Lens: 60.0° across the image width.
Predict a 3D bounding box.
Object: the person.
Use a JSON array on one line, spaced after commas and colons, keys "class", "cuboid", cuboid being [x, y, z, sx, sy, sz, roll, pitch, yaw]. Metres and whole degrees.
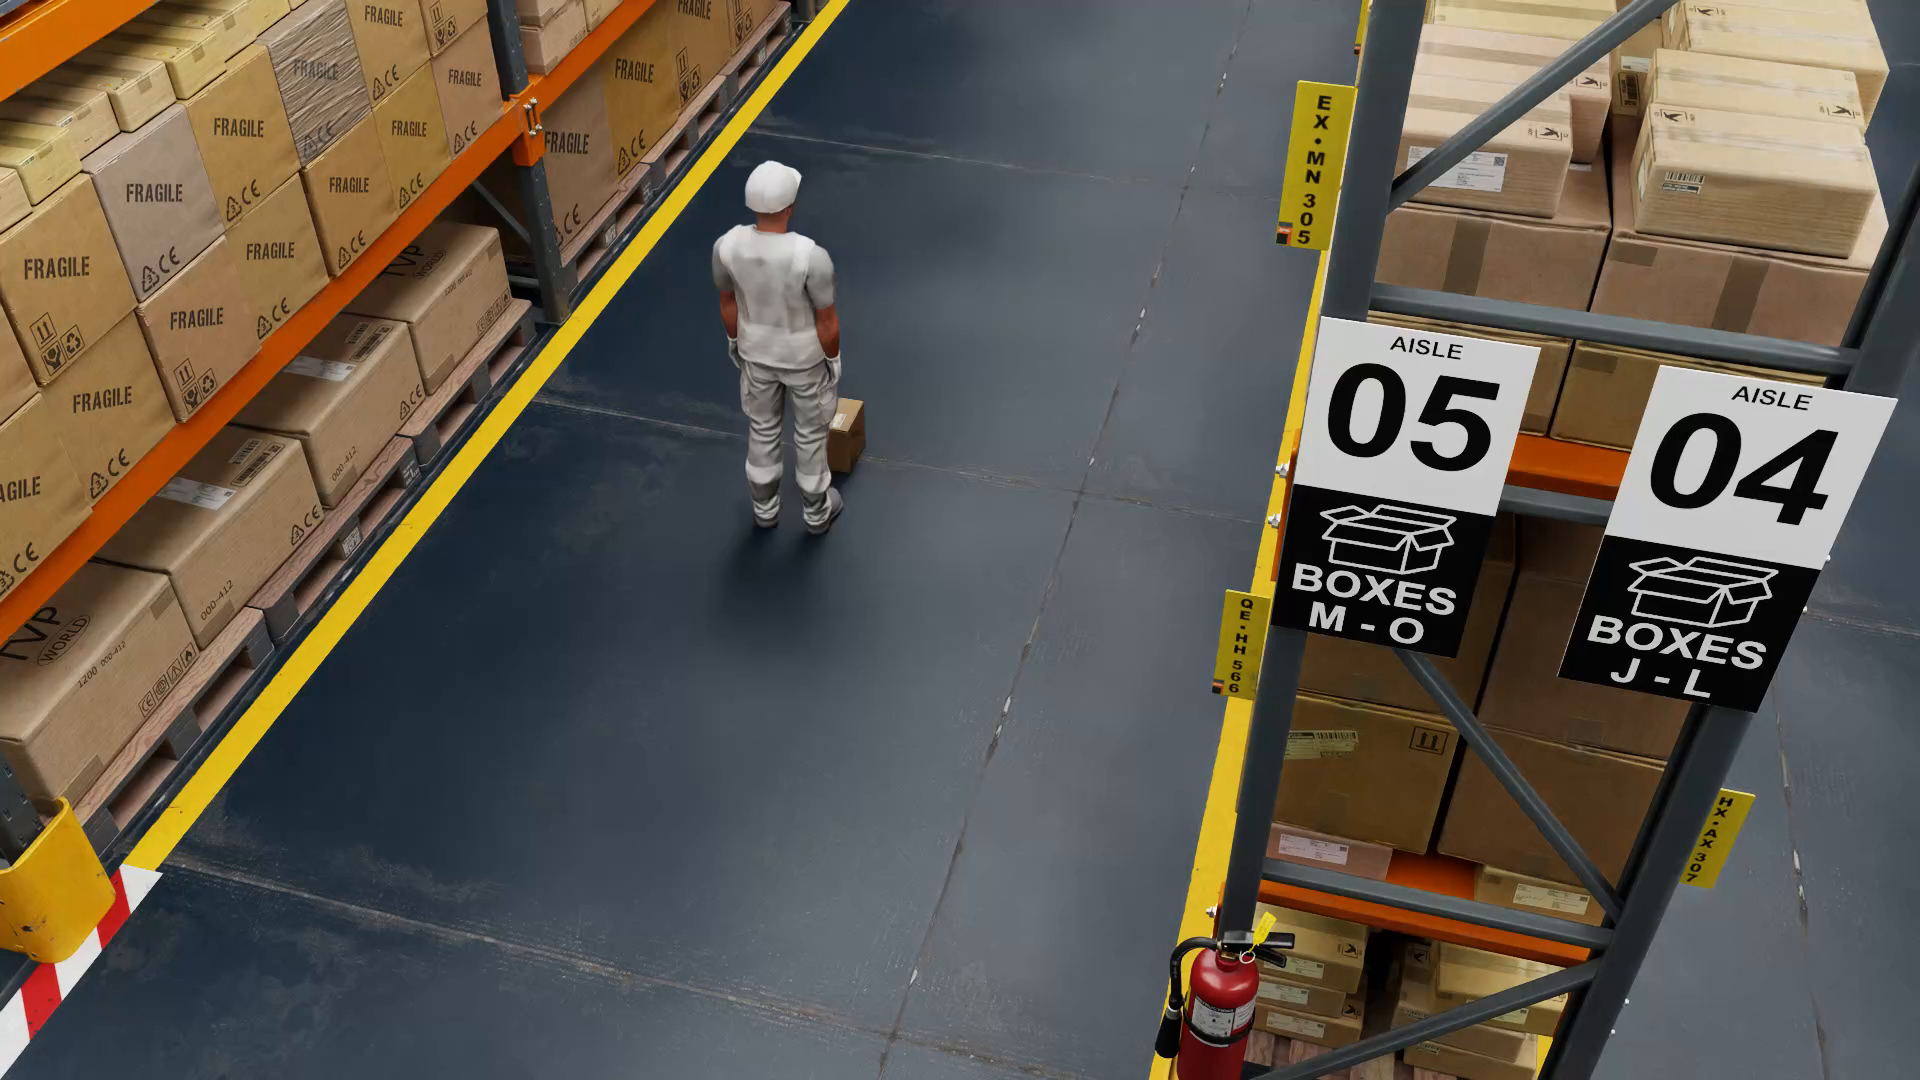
[{"class": "person", "cuboid": [-0.741, -0.795, 7.064, 0.529, 1.797, 0.354, 11, 42, 12]}]
